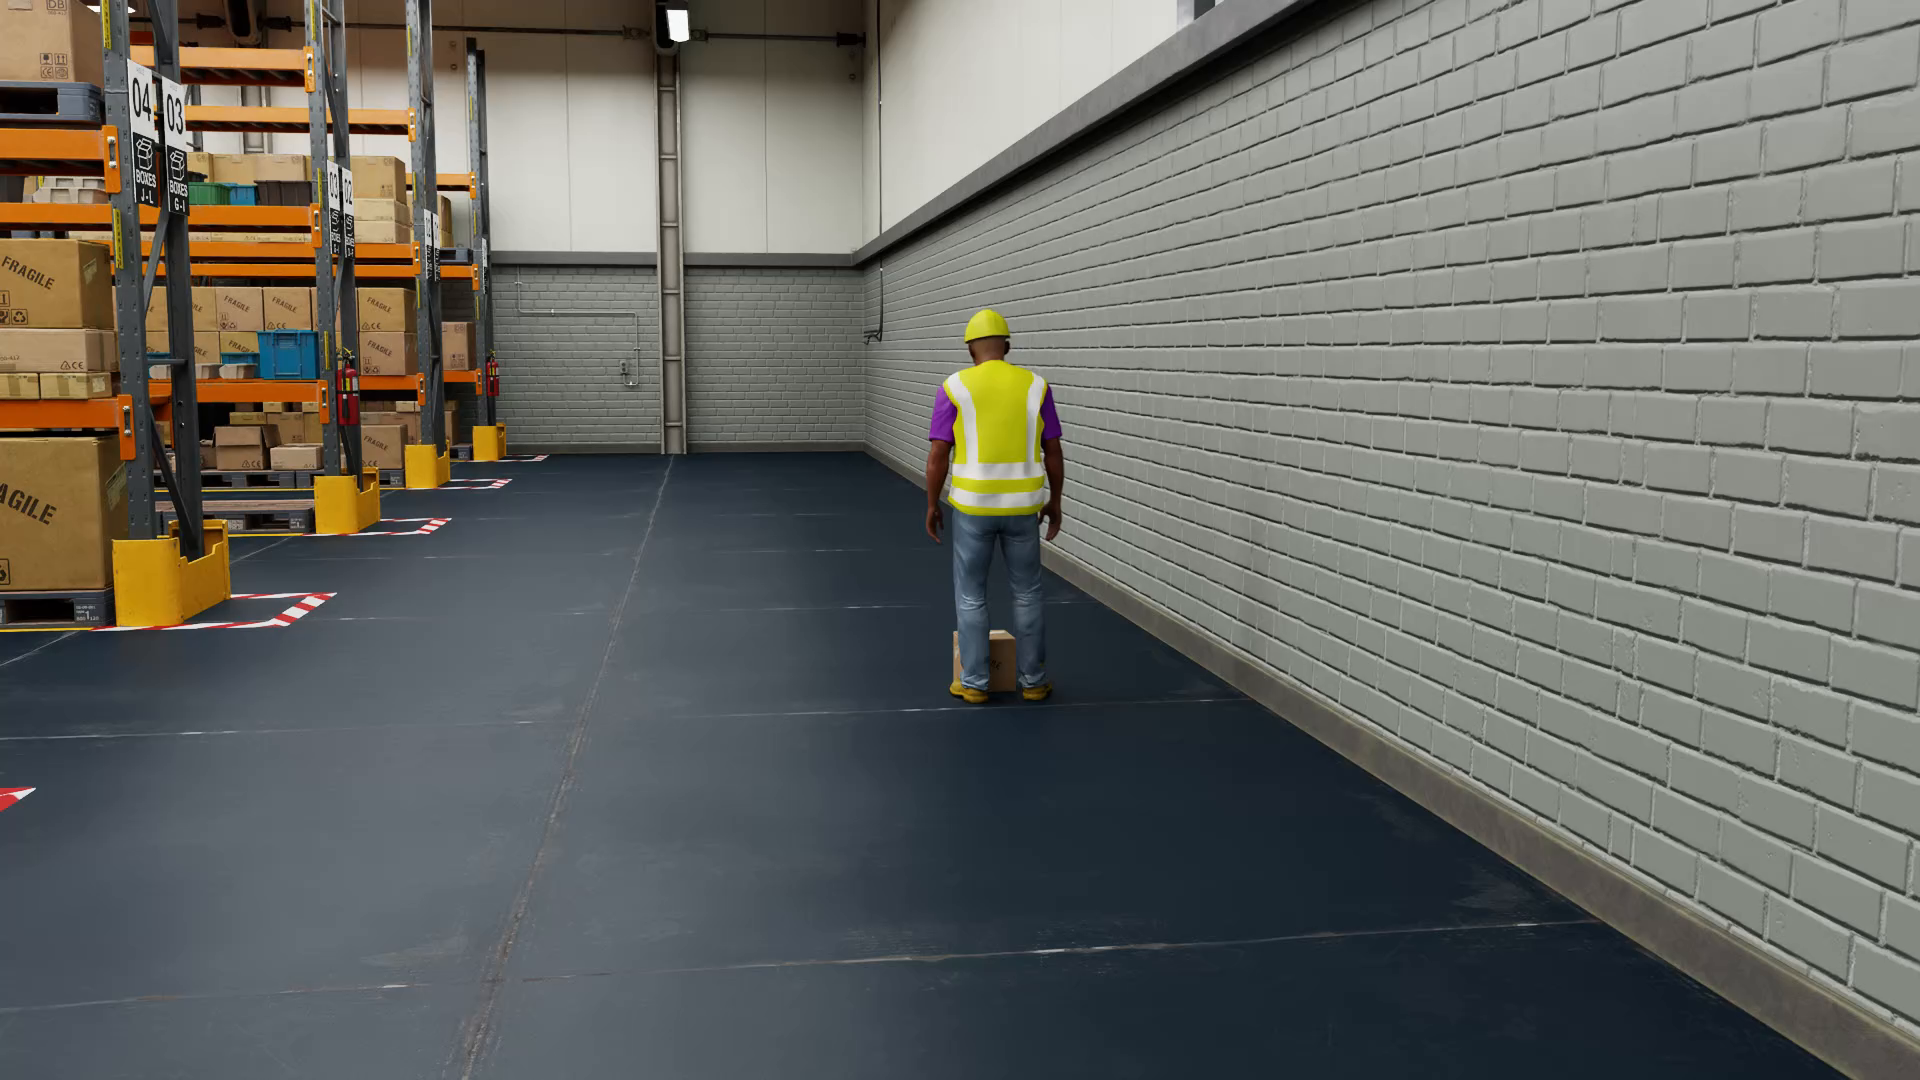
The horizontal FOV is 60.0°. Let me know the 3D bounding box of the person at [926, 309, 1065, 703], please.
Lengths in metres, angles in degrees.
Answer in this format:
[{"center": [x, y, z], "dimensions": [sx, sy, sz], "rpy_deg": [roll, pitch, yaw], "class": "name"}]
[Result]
[{"center": [0.157, -0.156, 7.515], "dimensions": [0.635, 1.760, 0.463], "rpy_deg": [-1, 7, -10], "class": "person"}]
